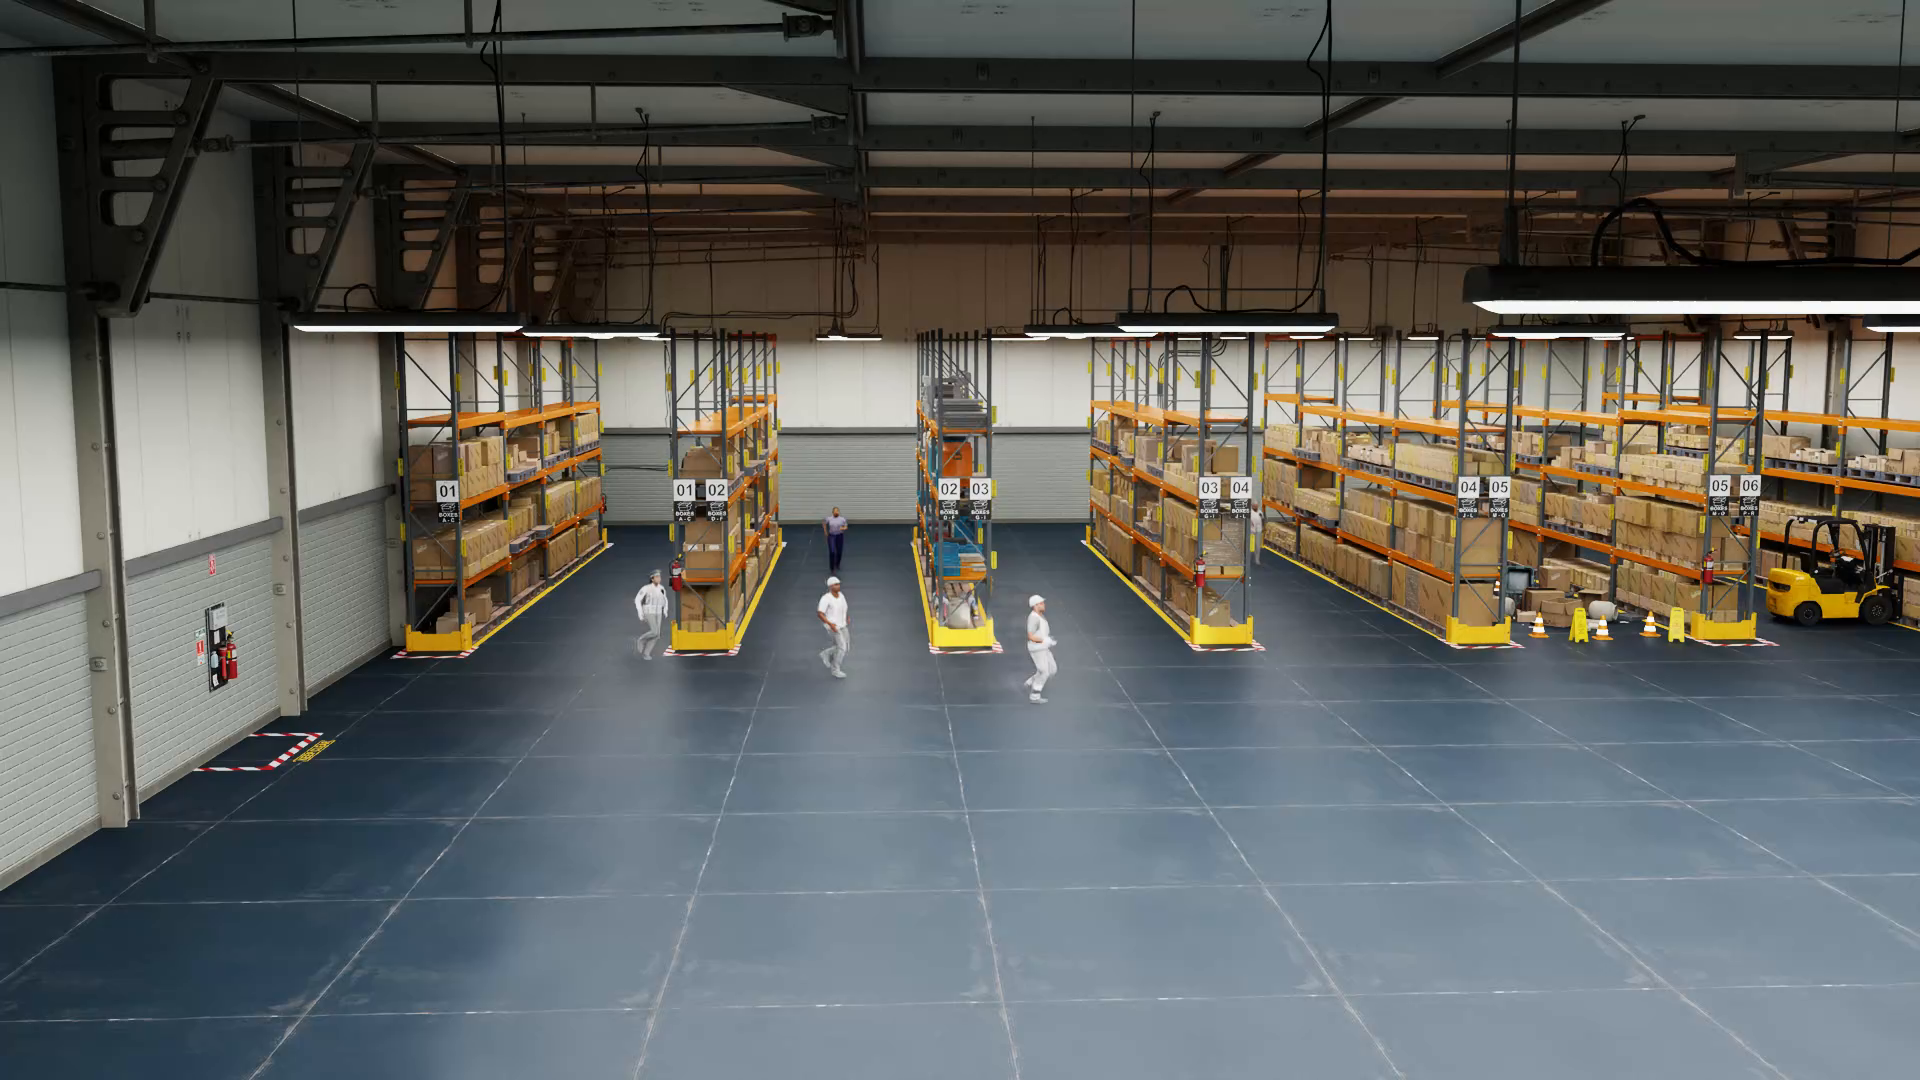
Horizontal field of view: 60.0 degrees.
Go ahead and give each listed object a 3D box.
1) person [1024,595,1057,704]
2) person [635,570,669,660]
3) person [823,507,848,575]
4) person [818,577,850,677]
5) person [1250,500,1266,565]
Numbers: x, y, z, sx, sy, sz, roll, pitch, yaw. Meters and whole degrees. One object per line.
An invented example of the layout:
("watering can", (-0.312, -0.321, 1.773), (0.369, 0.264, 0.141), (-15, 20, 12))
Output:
("person", (1.288, 1.741, 26.467), (0.601, 1.740, 0.649), (2, 7, 16))
("person", (-5.558, 1.357, 30.311), (0.639, 1.608, 0.504), (-6, 9, -43))
("person", (-3.106, 0.016, 41.562), (0.579, 1.711, 0.764), (-2, 7, -14))
("person", (-2.197, 1.489, 28.754), (0.561, 1.732, 0.693), (4, 8, 30))
("person", (7.701, -0.210, 43.306), (0.595, 1.659, 0.945), (0, 7, -3))
